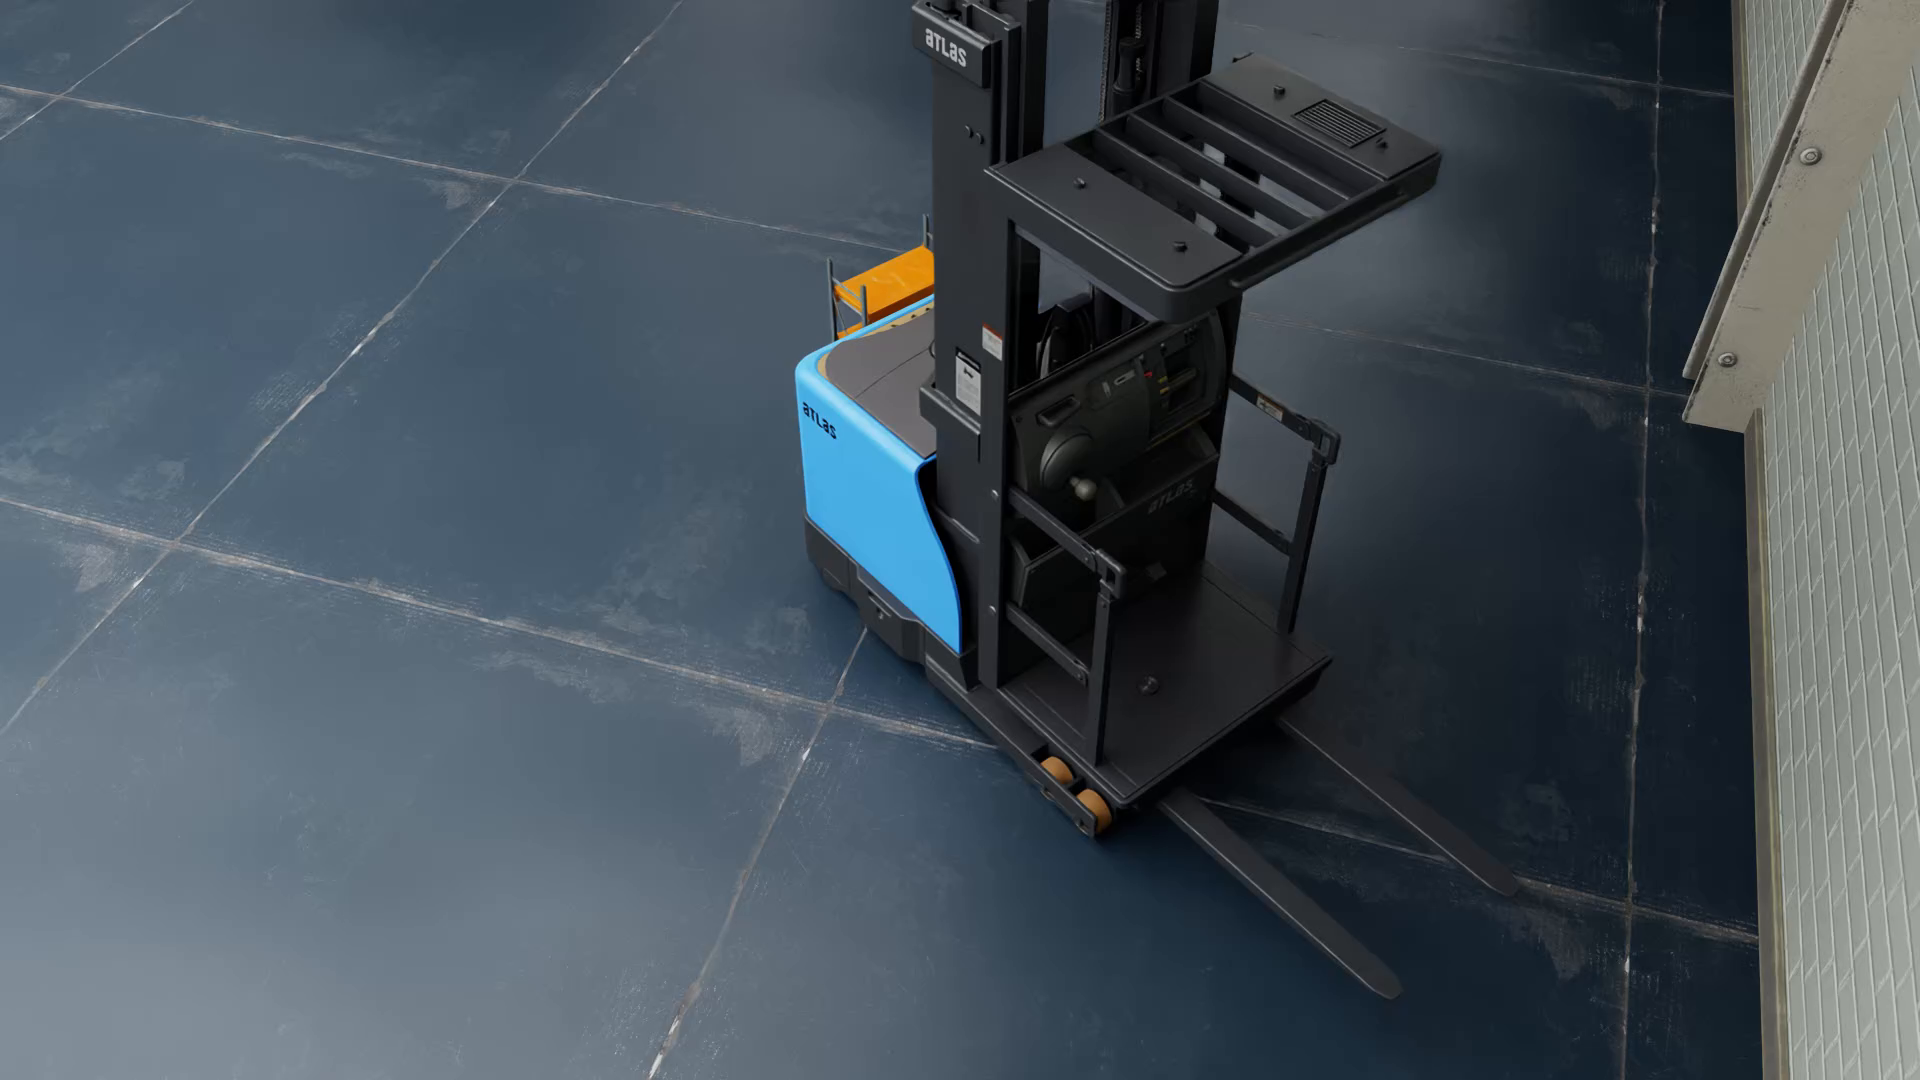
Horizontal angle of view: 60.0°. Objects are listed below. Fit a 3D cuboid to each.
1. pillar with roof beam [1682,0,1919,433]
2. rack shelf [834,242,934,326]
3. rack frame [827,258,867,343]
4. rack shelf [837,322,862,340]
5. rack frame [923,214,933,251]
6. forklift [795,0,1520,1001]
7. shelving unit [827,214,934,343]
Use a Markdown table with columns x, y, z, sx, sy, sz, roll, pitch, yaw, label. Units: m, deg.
| x | y | z | sx | sy | sz | roll | pitch | yaw | label |
| --- | --- | --- | --- | --- | --- | --- | --- | --- | --- |
| -0.545 | -4.778 | 5.598 | 9.100 | 9.000 | 0.400 | 13 | 46 | 13 | pillar with roof beam |
| -0.257 | -1.008 | 6.759 | 0.480 | 0.148 | 0.258 | -30 | 52 | -27 | rack shelf |
| -0.445 | -0.618 | 6.923 | 0.015 | 1.200 | 0.240 | -30 | 52 | -27 | rack frame |
| -0.257 | -0.839 | 6.924 | 0.480 | 0.148 | 0.258 | -30 | 52 | -27 | rack shelf |
| -0.069 | -0.835 | 7.145 | 0.015 | 1.200 | 0.240 | -30 | 52 | -27 | rack frame |
| 0.679 | -0.378 | 5.439 | 1.130 | 2.935 | 3.031 | -30 | 52 | -27 | forklift |
| -0.257 | -0.727 | 7.034 | 0.503 | 1.200 | 0.258 | -30 | 52 | -27 | shelving unit |
